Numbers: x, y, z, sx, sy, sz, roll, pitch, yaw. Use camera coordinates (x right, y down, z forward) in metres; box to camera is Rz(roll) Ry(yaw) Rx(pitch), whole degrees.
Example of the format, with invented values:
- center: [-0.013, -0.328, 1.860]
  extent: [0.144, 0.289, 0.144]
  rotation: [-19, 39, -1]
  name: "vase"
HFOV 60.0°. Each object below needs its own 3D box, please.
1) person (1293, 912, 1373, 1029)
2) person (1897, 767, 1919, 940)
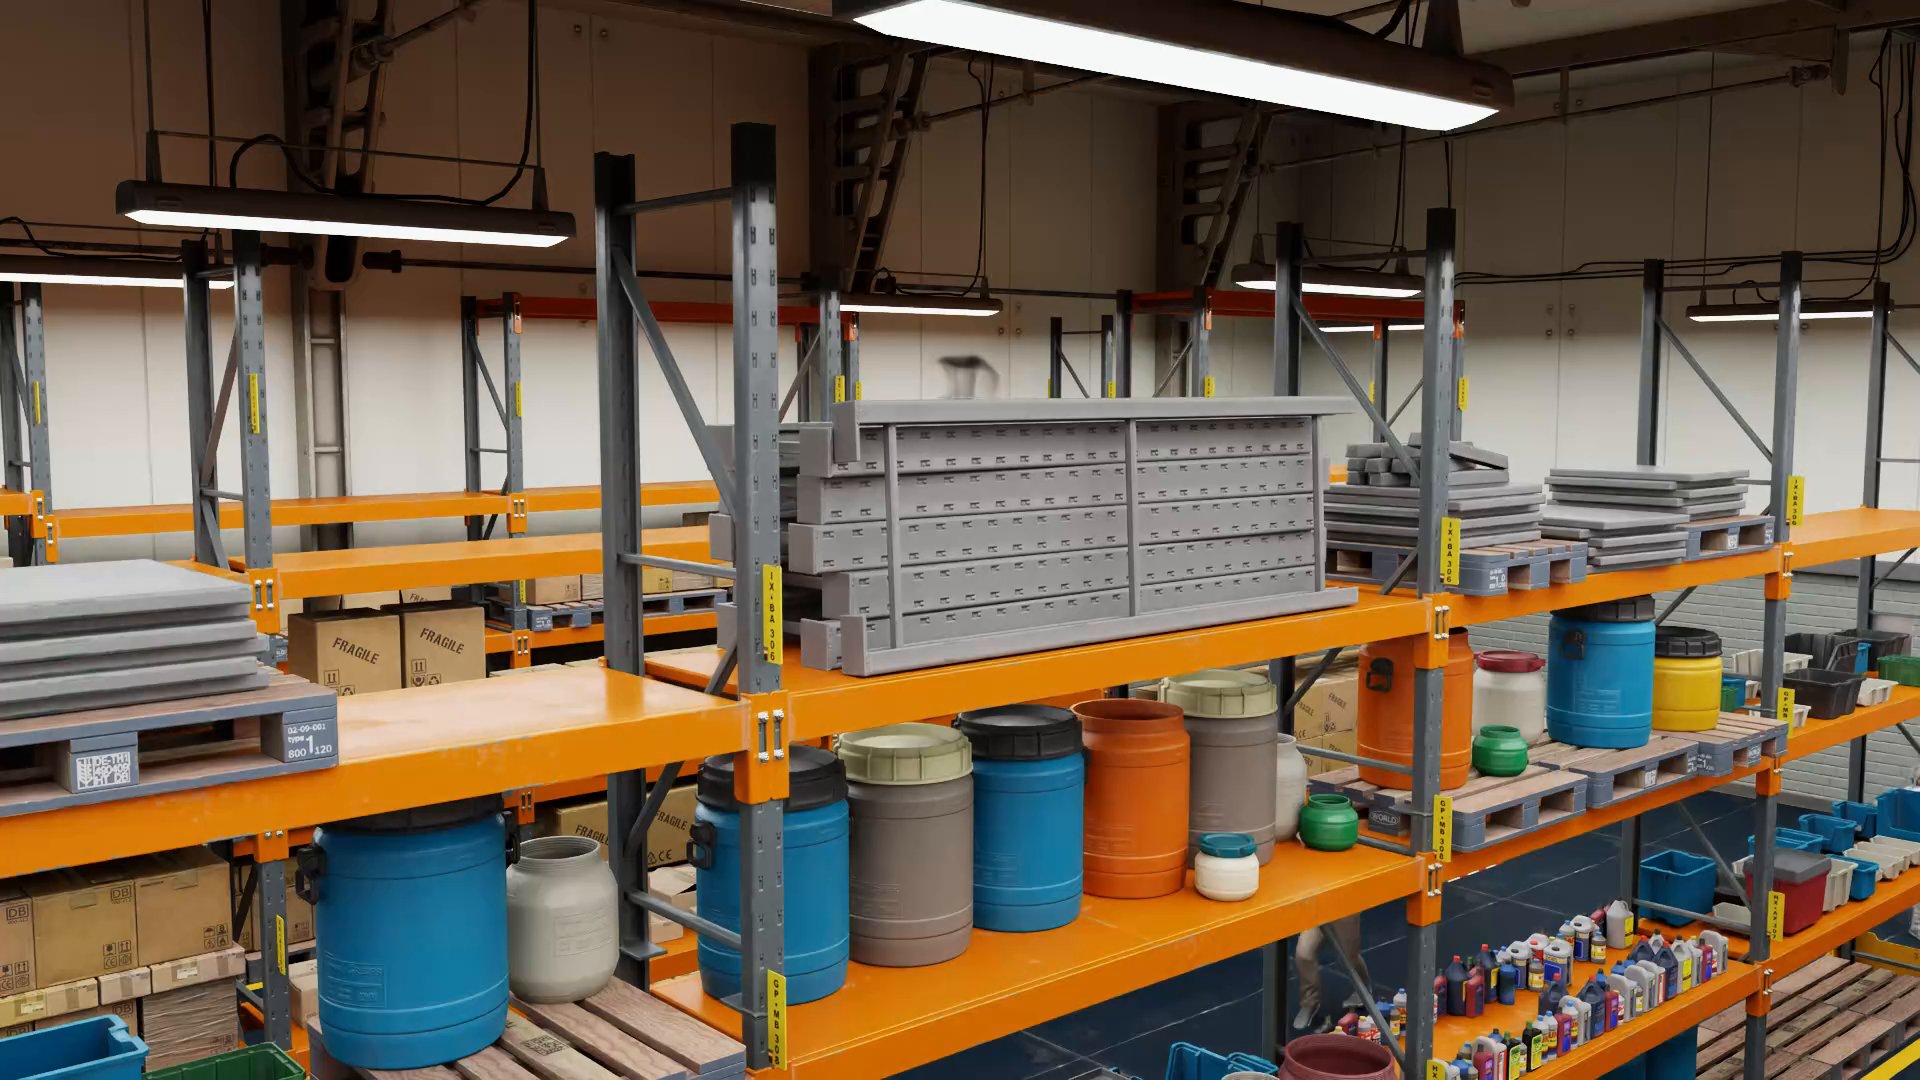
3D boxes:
- center: [3.028, 3.033, 13.427]
  extent: [0.573, 1.718, 0.897]
  rotation: [5, 7, 41]
  name: "person"
- center: [8.940, 2.893, 15.577]
  extent: [0.612, 1.667, 0.658]
  rotation: [-2, 6, -22]
  name: "person"
